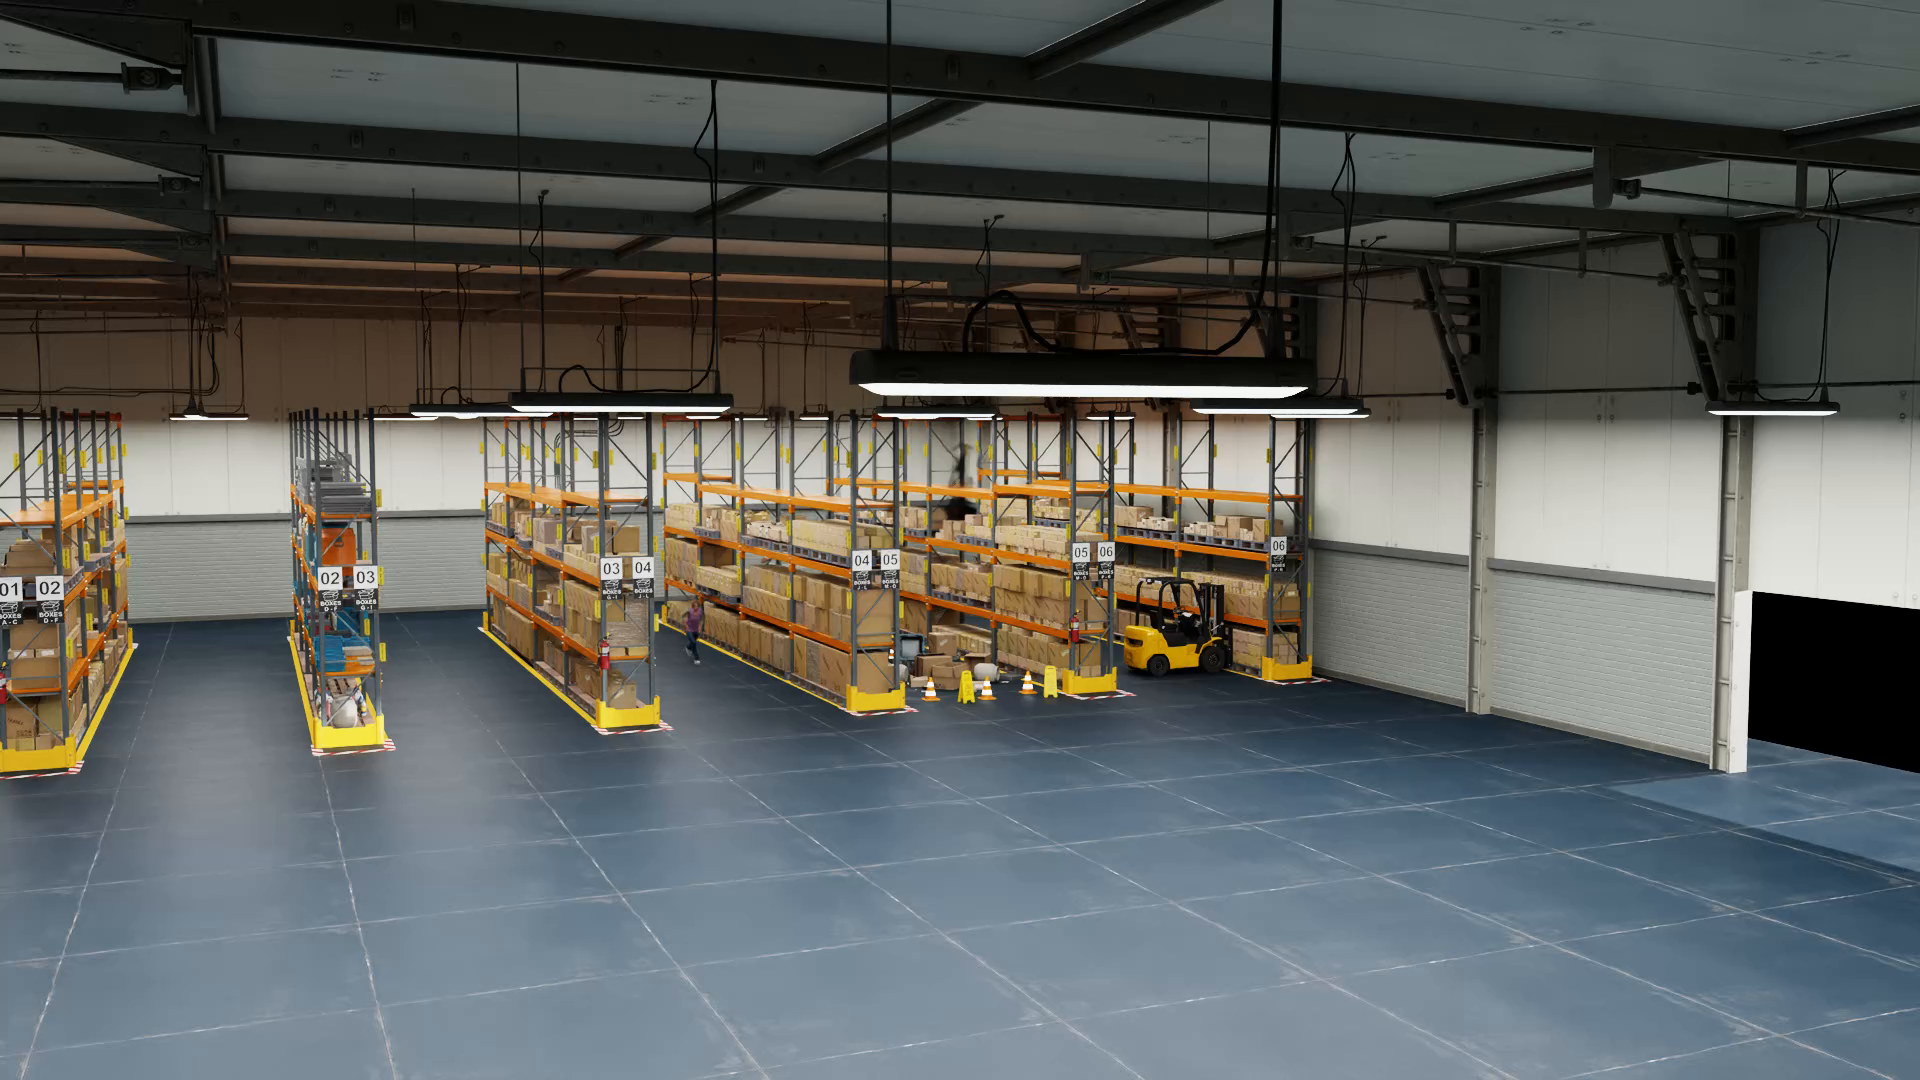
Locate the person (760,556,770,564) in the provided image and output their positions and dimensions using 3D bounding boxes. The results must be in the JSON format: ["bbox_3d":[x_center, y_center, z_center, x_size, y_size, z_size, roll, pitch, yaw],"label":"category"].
[{"bbox_3d":[-5.865,1.307,50.230,0.880,1.814,0.637,-2,4,-27],"label":"person"}]

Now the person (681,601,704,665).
[{"bbox_3d":[-6.419,2.196,39.767,0.557,1.548,0.884,-2,4,-22],"label":"person"}]
